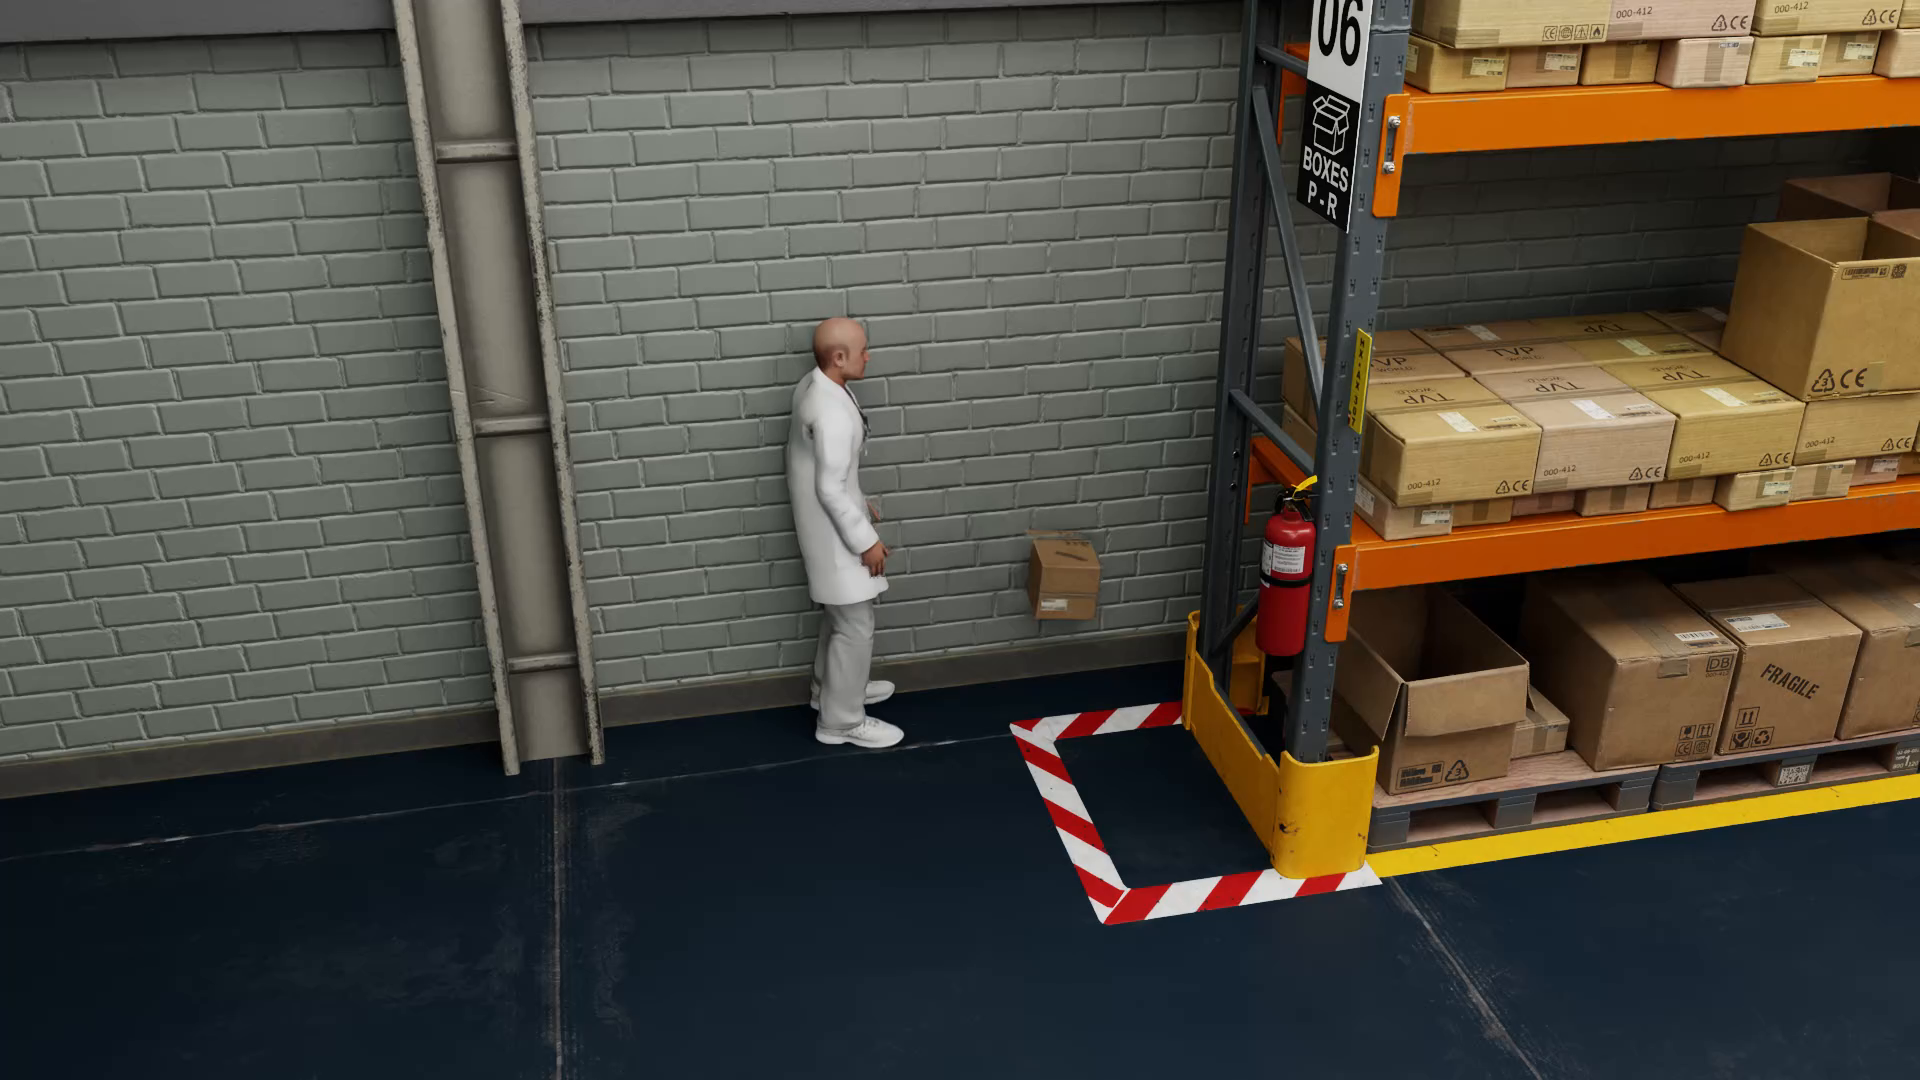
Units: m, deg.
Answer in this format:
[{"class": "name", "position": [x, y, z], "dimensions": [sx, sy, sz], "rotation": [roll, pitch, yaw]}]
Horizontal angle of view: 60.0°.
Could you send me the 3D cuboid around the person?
[{"class": "person", "position": [-0.474, -0.041, 6.711], "dimensions": [0.424, 1.778, 0.589], "rotation": [-3, 27, -7]}]
